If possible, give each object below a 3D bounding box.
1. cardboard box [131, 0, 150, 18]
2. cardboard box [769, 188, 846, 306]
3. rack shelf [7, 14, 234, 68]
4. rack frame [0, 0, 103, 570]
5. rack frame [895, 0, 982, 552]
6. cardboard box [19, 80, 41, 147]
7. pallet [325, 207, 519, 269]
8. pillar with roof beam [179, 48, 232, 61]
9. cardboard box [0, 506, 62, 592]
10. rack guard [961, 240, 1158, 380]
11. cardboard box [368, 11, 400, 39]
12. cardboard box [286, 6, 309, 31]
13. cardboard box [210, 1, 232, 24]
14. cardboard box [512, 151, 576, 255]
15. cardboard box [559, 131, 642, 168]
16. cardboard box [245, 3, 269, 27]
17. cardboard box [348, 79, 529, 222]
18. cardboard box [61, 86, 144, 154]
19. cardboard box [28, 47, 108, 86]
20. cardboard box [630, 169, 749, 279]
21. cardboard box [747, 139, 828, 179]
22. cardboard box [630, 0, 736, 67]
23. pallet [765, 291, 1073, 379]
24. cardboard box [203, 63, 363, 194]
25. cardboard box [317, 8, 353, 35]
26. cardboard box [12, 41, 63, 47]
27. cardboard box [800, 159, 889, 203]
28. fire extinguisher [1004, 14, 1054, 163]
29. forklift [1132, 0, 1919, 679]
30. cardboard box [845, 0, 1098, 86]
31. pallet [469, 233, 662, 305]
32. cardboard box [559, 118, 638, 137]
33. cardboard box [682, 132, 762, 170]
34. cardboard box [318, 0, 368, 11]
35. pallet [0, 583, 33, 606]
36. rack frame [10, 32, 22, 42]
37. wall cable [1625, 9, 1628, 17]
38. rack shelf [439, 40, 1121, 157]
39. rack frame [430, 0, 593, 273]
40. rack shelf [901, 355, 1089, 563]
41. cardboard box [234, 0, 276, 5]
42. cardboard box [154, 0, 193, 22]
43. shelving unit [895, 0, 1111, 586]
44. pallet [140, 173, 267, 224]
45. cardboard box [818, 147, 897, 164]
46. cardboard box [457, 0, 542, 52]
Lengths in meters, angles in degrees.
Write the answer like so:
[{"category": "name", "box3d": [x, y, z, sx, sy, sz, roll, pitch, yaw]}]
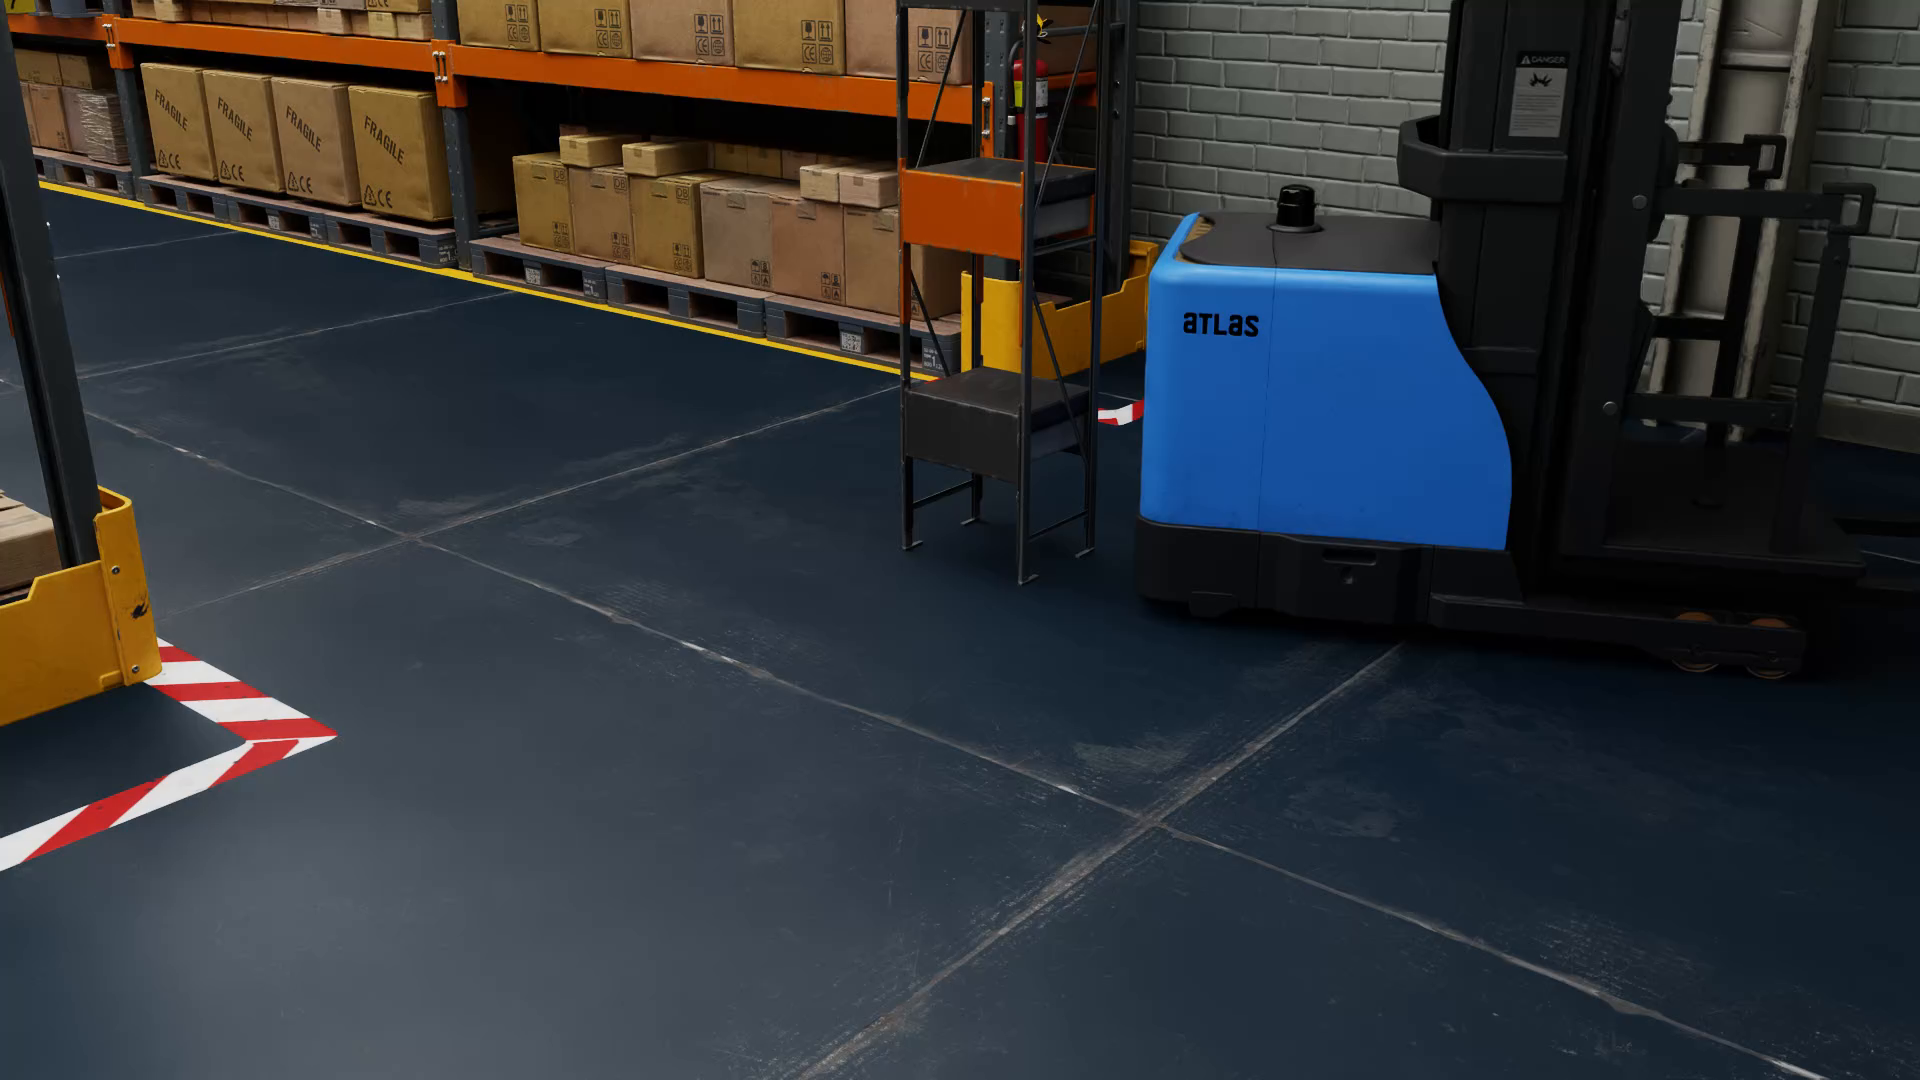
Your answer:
[{"category": "cardboard box", "box3d": [-5.626, -3.789, 11.793, 0.250, 0.149, 0.380, 16, 26, 36]}, {"category": "cardboard box", "box3d": [-0.530, -1.517, 8.387, 0.500, 0.500, 0.700, 16, 26, 36]}, {"category": "rack shelf", "box3d": [-7.284, -4.144, 13.425, 4.000, 0.370, 1.077, 16, 26, 36]}, {"category": "rack frame", "box3d": [-2.666, -0.894, 3.789, 0.127, 3.000, 1.000, 16, 26, 36]}, {"category": "rack frame", "box3d": [-0.061, -1.000, 5.344, 0.015, 2.100, 0.400, 16, 26, 36]}, {"category": "cardboard box", "box3d": [-7.451, -3.577, 13.821, 0.500, 0.500, 0.700, 16, 26, 37]}, {"category": "pallet", "box3d": [-3.281, -1.989, 10.643, 1.213, 0.211, 1.003, 16, 26, 36]}, {"category": "pillar with roof beam", "box3d": [-8.917, -6.191, 9.332, 0.400, 9.000, 9.100, 16, 26, 36]}, {"category": "cardboard box", "box3d": [-2.773, 0.046, 4.711, 0.250, 0.149, 0.380, 16, 26, 36]}, {"category": "rack guard", "box3d": [0.482, -1.074, 7.809, 0.348, 0.500, 1.175, 16, 26, 36]}, {"category": "cardboard box", "box3d": [-3.287, -3.082, 9.916, 0.250, 0.149, 0.380, 17, 26, 37]}, {"category": "cardboard box", "box3d": [-4.033, -3.327, 10.568, 0.250, 0.149, 0.380, 15, 25, 35]}, {"category": "cardboard box", "box3d": [-4.805, -3.570, 11.213, 0.250, 0.149, 0.380, 17, 26, 37]}, {"category": "cardboard box", "box3d": [-2.121, -1.974, 9.599, 0.500, 0.500, 0.700, 16, 26, 37]}, {"category": "cardboard box", "box3d": [-1.971, -2.151, 9.149, 0.250, 0.149, 0.380, 17, 27, 38]}, {"category": "cardboard box", "box3d": [-4.431, -3.450, 10.894, 0.250, 0.149, 0.380, 16, 26, 37]}, {"category": "cardboard box", "box3d": [-3.222, -2.442, 10.344, 0.750, 0.750, 0.750, 16, 26, 37]}, {"category": "cardboard box", "box3d": [-6.651, -3.364, 13.256, 0.500, 0.500, 0.700, 16, 26, 36]}, {"category": "cardboard box", "box3d": [-7.129, -3.825, 13.418, 0.500, 0.250, 0.500, 16, 26, 36]}, {"category": "cardboard box", "box3d": [-1.338, -1.746, 8.994, 0.500, 0.500, 0.700, 17, 26, 37]}, {"category": "cardboard box", "box3d": [-0.903, -2.018, 8.796, 0.250, 0.149, 0.380, 16, 26, 37]}, {"category": "cardboard box", "box3d": [-1.094, -2.833, 8.504, 0.700, 0.700, 0.980, 15, 25, 34]}, {"category": "pallet", "box3d": [-0.206, -1.102, 8.290, 1.213, 0.211, 1.003, 16, 26, 36]}, {"category": "cardboard box", "box3d": [-4.573, -2.828, 11.367, 0.750, 0.750, 0.750, 16, 26, 36]}, {"category": "cardboard box", "box3d": [-3.701, -3.195, 10.216, 0.250, 0.149, 0.380, 16, 26, 36]}, {"category": "cardboard box", "box3d": [-7.910, -4.057, 14.031, 0.500, 0.250, 0.500, 15, 26, 35]}, {"category": "cardboard box", "box3d": [-0.556, -1.744, 8.071, 0.250, 0.149, 0.380, 17, 26, 38]}, {"category": "fire extinguisher", "box3d": [0.288, -1.879, 7.038, 0.183, 0.674, 0.296, 16, 26, 36]}, {"category": "forklift", "box3d": [2.100, -1.189, 4.668, 3.031, 2.935, 1.130, 5, 21, 12]}, {"category": "cardboard box", "box3d": [0.062, -2.501, 7.624, 0.700, 0.700, 0.980, 18, 27, 39]}, {"category": "pallet", "box3d": [-2.096, -1.646, 9.734, 1.213, 0.211, 1.003, 16, 26, 36]}, {"category": "cardboard box", "box3d": [-2.108, -2.364, 9.714, 0.250, 0.149, 0.380, 16, 26, 36]}, {"category": "cardboard box", "box3d": [-1.299, -2.132, 9.098, 0.250, 0.149, 0.380, 16, 26, 37]}, {"category": "cardboard box", "box3d": [-3.554, -3.482, 10.060, 0.500, 0.500, 0.500, 16, 26, 37]}, {"category": "pallet", "box3d": [-3.343, 0.216, 4.797, 1.213, 0.211, 1.003, 16, 26, 36]}, {"category": "rack frame", "box3d": [-8.834, -4.927, 14.482, 0.127, 3.000, 1.000, 16, 26, 36]}, {"category": "wall cable", "box3d": [2.053, -2.698, 7.131, 1.851, 1.984, 0.084, 16, 26, 36]}, {"category": "rack shelf", "box3d": [-1.086, -2.359, 8.692, 4.000, 0.370, 1.077, 16, 26, 36]}, {"category": "rack frame", "box3d": [-2.636, -3.142, 9.749, 0.127, 3.000, 1.000, 16, 26, 36]}, {"category": "rack shelf", "box3d": [0.128, -0.278, 5.452, 0.480, 0.518, 0.431, 16, 26, 36]}, {"category": "cardboard box", "box3d": [-4.328, -3.707, 10.655, 0.500, 0.500, 0.500, 17, 27, 38]}, {"category": "cardboard box", "box3d": [-5.284, -3.648, 11.419, 0.250, 0.149, 0.380, 17, 27, 38]}, {"category": "shelving unit", "box3d": [0.128, -0.946, 5.200, 0.503, 2.100, 0.431, 16, 26, 36]}, {"category": "pallet", "box3d": [-5.172, -2.533, 12.086, 1.213, 0.211, 1.003, 16, 26, 36]}, {"category": "cardboard box", "box3d": [-0.506, -1.904, 8.495, 0.250, 0.149, 0.380, 16, 26, 37]}, {"category": "cardboard box", "box3d": [-2.226, -3.157, 9.363, 0.700, 0.700, 0.980, 17, 26, 37]}]
